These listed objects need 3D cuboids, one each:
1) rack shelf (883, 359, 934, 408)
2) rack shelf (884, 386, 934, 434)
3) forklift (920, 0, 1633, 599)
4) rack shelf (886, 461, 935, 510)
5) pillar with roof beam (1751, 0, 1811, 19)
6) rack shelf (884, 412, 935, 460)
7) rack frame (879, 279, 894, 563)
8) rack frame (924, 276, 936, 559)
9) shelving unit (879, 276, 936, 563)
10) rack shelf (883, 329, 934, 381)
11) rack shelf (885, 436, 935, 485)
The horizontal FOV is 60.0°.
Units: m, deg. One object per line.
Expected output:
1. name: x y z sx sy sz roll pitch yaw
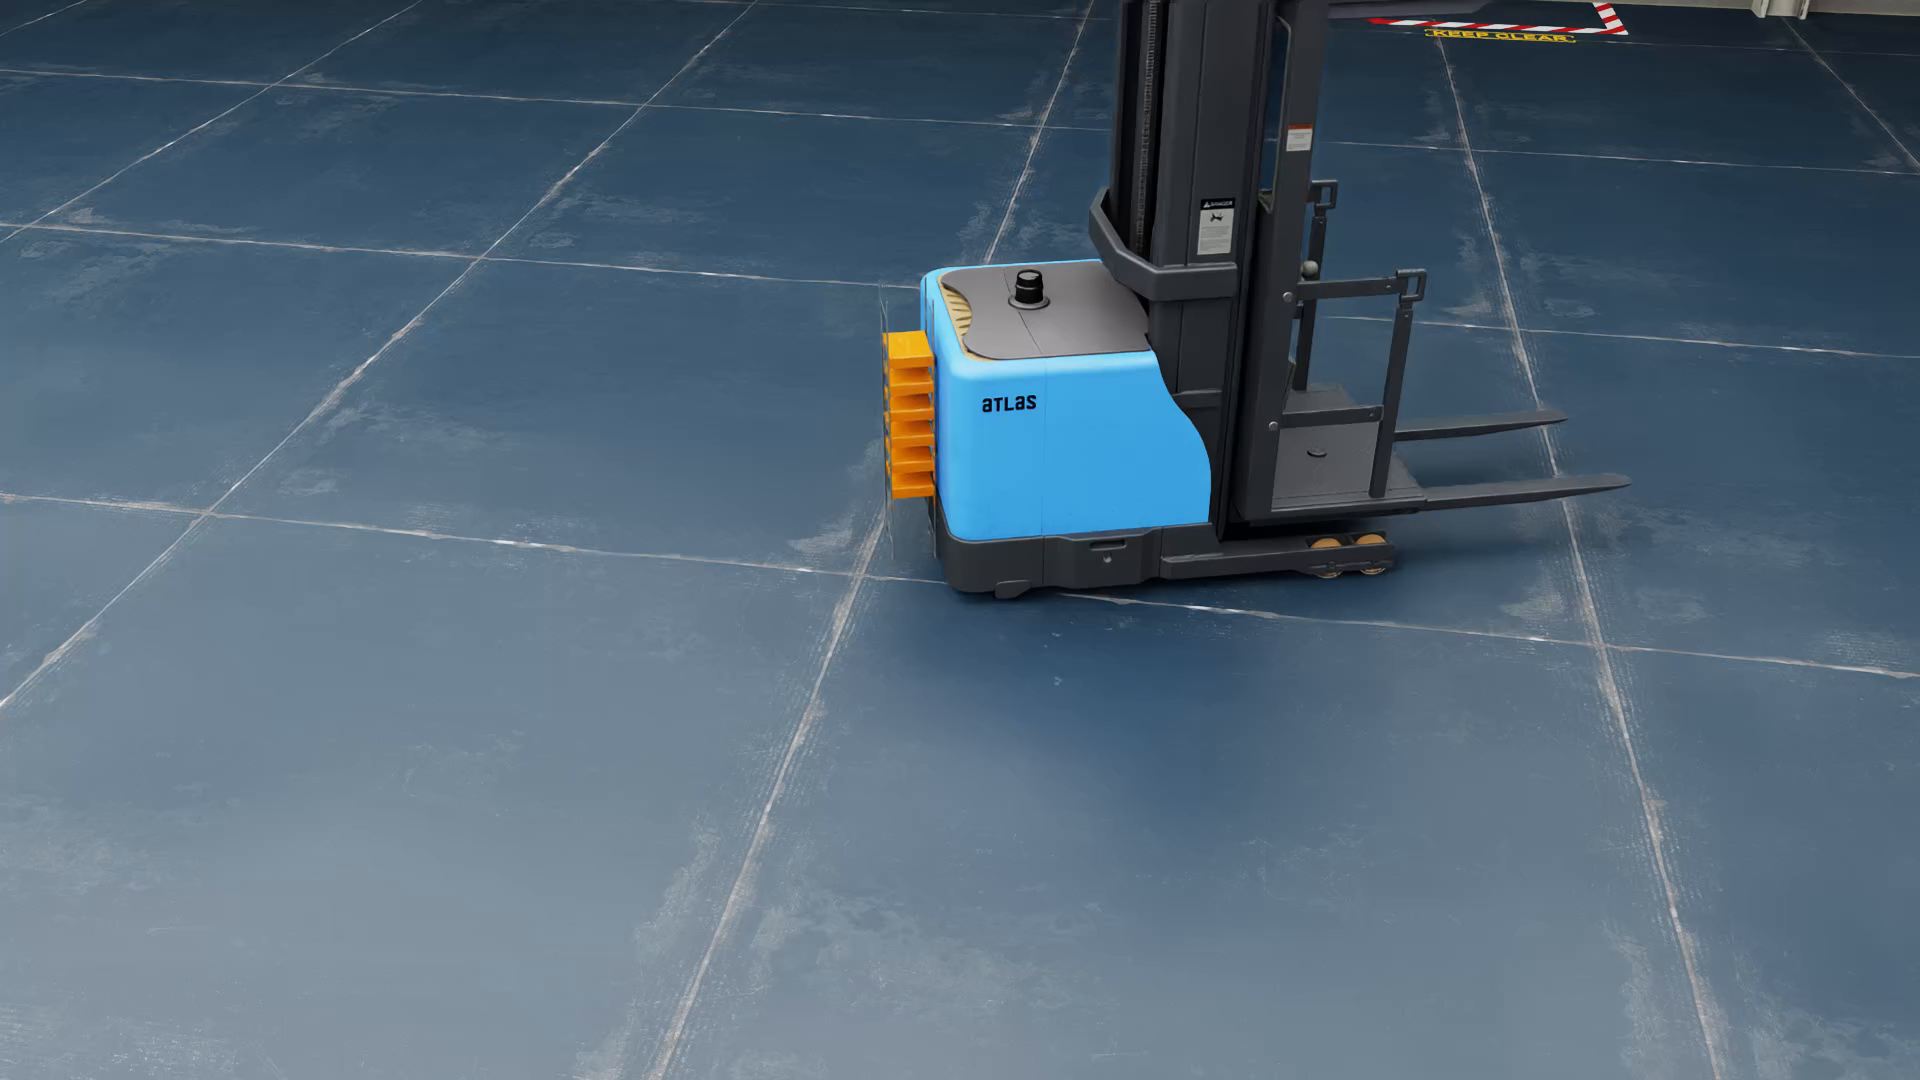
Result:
1. rack shelf: -0.212 -0.648 6.786 0.180 0.103 0.258 -5 32 -7
2. rack shelf: -0.212 -0.546 6.849 0.180 0.103 0.258 -5 32 -7
3. forklift: 1.381 -1.354 6.651 3.031 2.935 1.130 -5 32 -7
4. rack shelf: -0.212 -0.241 7.040 0.180 0.103 0.258 -5 32 -7
5. pillar with roof beam: 6.490 -6.204 8.681 0.400 9.000 9.100 5 32 8
6. rack shelf: -0.212 -0.445 6.913 0.180 0.103 0.258 -5 32 -7
7. rack frame: -0.303 -0.475 6.878 0.006 1.200 0.240 -5 32 -7
8. rack frame: -0.122 -0.490 6.901 0.006 1.200 0.240 -5 32 -7
9. shelving unit: -0.212 -0.482 6.889 0.189 1.200 0.258 -5 32 -7
10. rack shelf: -0.212 -0.750 6.722 0.180 0.103 0.258 -5 32 -7
11. rack shelf: -0.212 -0.343 6.977 0.180 0.103 0.258 -5 32 -7
